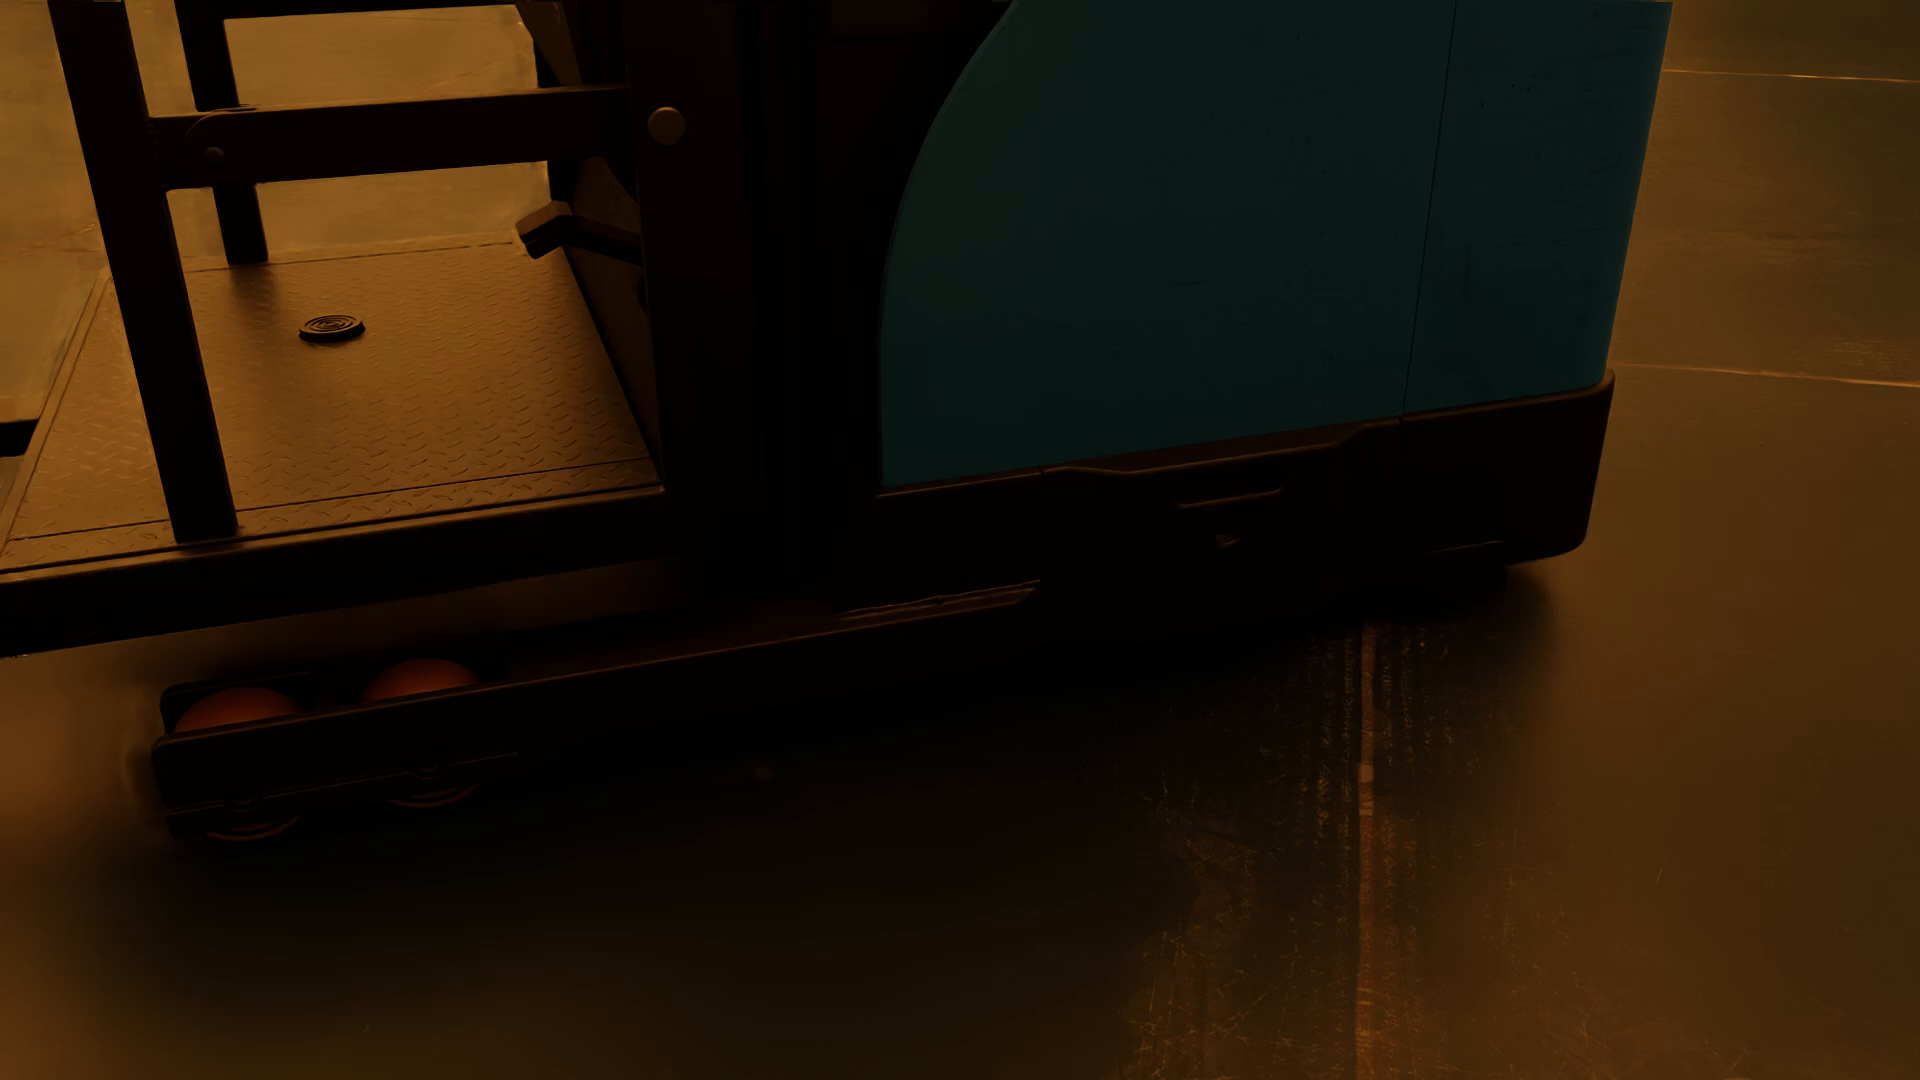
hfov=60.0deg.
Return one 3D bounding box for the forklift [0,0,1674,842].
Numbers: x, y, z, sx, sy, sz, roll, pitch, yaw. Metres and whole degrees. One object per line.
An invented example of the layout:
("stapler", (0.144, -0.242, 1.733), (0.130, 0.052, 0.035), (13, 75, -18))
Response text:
("forklift", (-0.683, -1.243, 1.710), (3.031, 2.935, 1.130), (-9, 28, -17))
